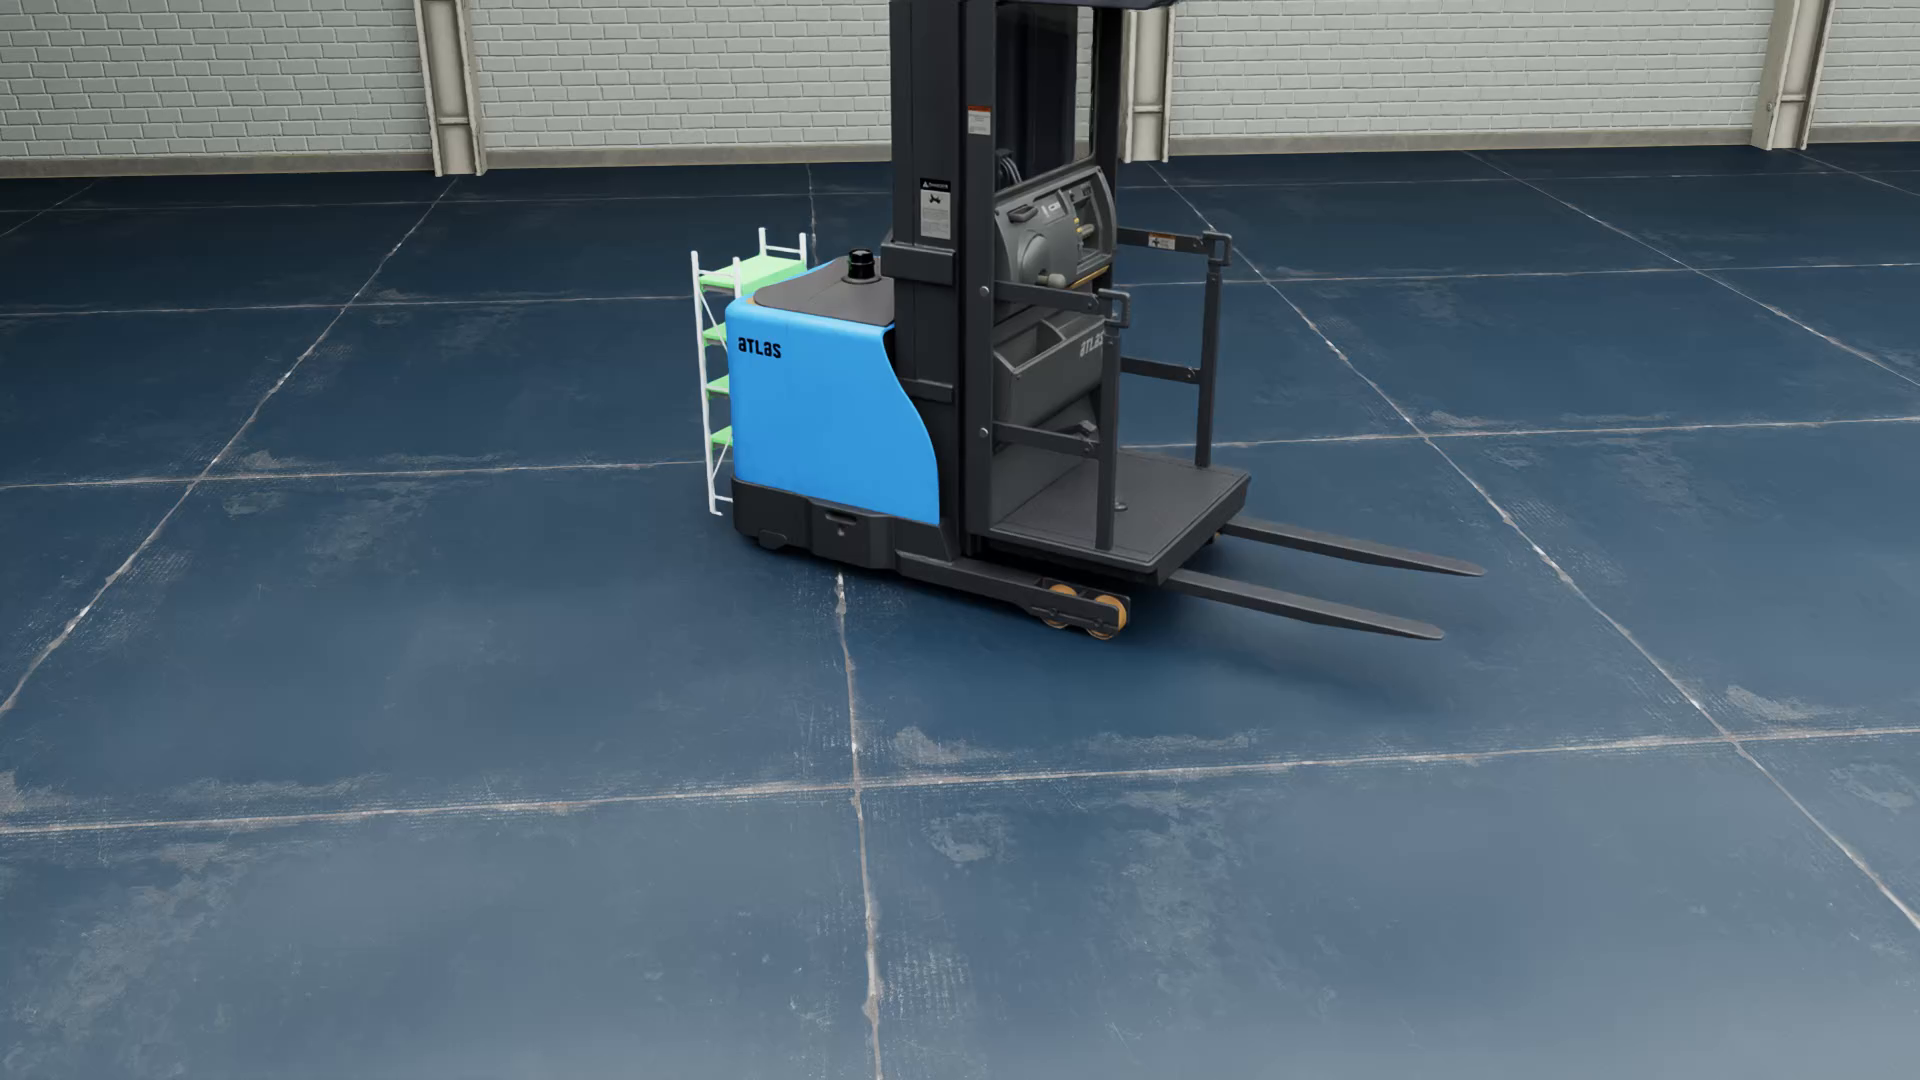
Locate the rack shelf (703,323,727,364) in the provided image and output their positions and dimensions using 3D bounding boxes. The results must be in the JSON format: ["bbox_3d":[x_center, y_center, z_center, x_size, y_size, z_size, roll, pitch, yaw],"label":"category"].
[{"bbox_3d":[-0.907,-0.898,7.358,0.258,0.148,0.480,12,27,27],"label":"rack shelf"}]

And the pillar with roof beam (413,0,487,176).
[{"bbox_3d":[-3.899,-5.562,8.685,0.400,9.000,9.100,-2,24,-5],"label":"pillar with roof beam"}]

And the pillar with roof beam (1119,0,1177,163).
[{"bbox_3d":[2.072,-5.802,9.224,0.400,9.000,9.100,-2,24,-5],"label":"pillar with roof beam"}]

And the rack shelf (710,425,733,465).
[{"bbox_3d":[-0.904,-0.459,7.551,0.258,0.148,0.480,12,27,27],"label":"rack shelf"}]

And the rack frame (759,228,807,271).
[{"bbox_3d":[-0.786,-0.823,7.623,0.240,1.200,0.015,12,27,27],"label":"rack frame"}]

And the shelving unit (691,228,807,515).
[{"bbox_3d":[-0.906,-0.737,7.428,0.258,1.200,0.503,12,27,27],"label":"shelving unit"}]

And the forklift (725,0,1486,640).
[{"bbox_3d":[0.557,-1.204,6.350,3.031,2.935,1.130,13,27,27],"label":"forklift"}]

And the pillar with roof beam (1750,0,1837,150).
[{"bbox_3d":[8.043,-6.041,9.763,0.400,9.000,9.100,-2,24,-5],"label":"pillar with roof beam"}]

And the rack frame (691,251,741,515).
[{"bbox_3d":[-1.026,-0.651,7.234,0.240,1.200,0.015,12,27,27],"label":"rack frame"}]

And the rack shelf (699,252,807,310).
[{"bbox_3d":[-0.909,-1.118,7.261,0.258,0.148,0.480,12,27,27],"label":"rack shelf"}]

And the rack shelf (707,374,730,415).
[{"bbox_3d":[-0.906,-0.679,7.454,0.258,0.148,0.480,12,27,27],"label":"rack shelf"}]
